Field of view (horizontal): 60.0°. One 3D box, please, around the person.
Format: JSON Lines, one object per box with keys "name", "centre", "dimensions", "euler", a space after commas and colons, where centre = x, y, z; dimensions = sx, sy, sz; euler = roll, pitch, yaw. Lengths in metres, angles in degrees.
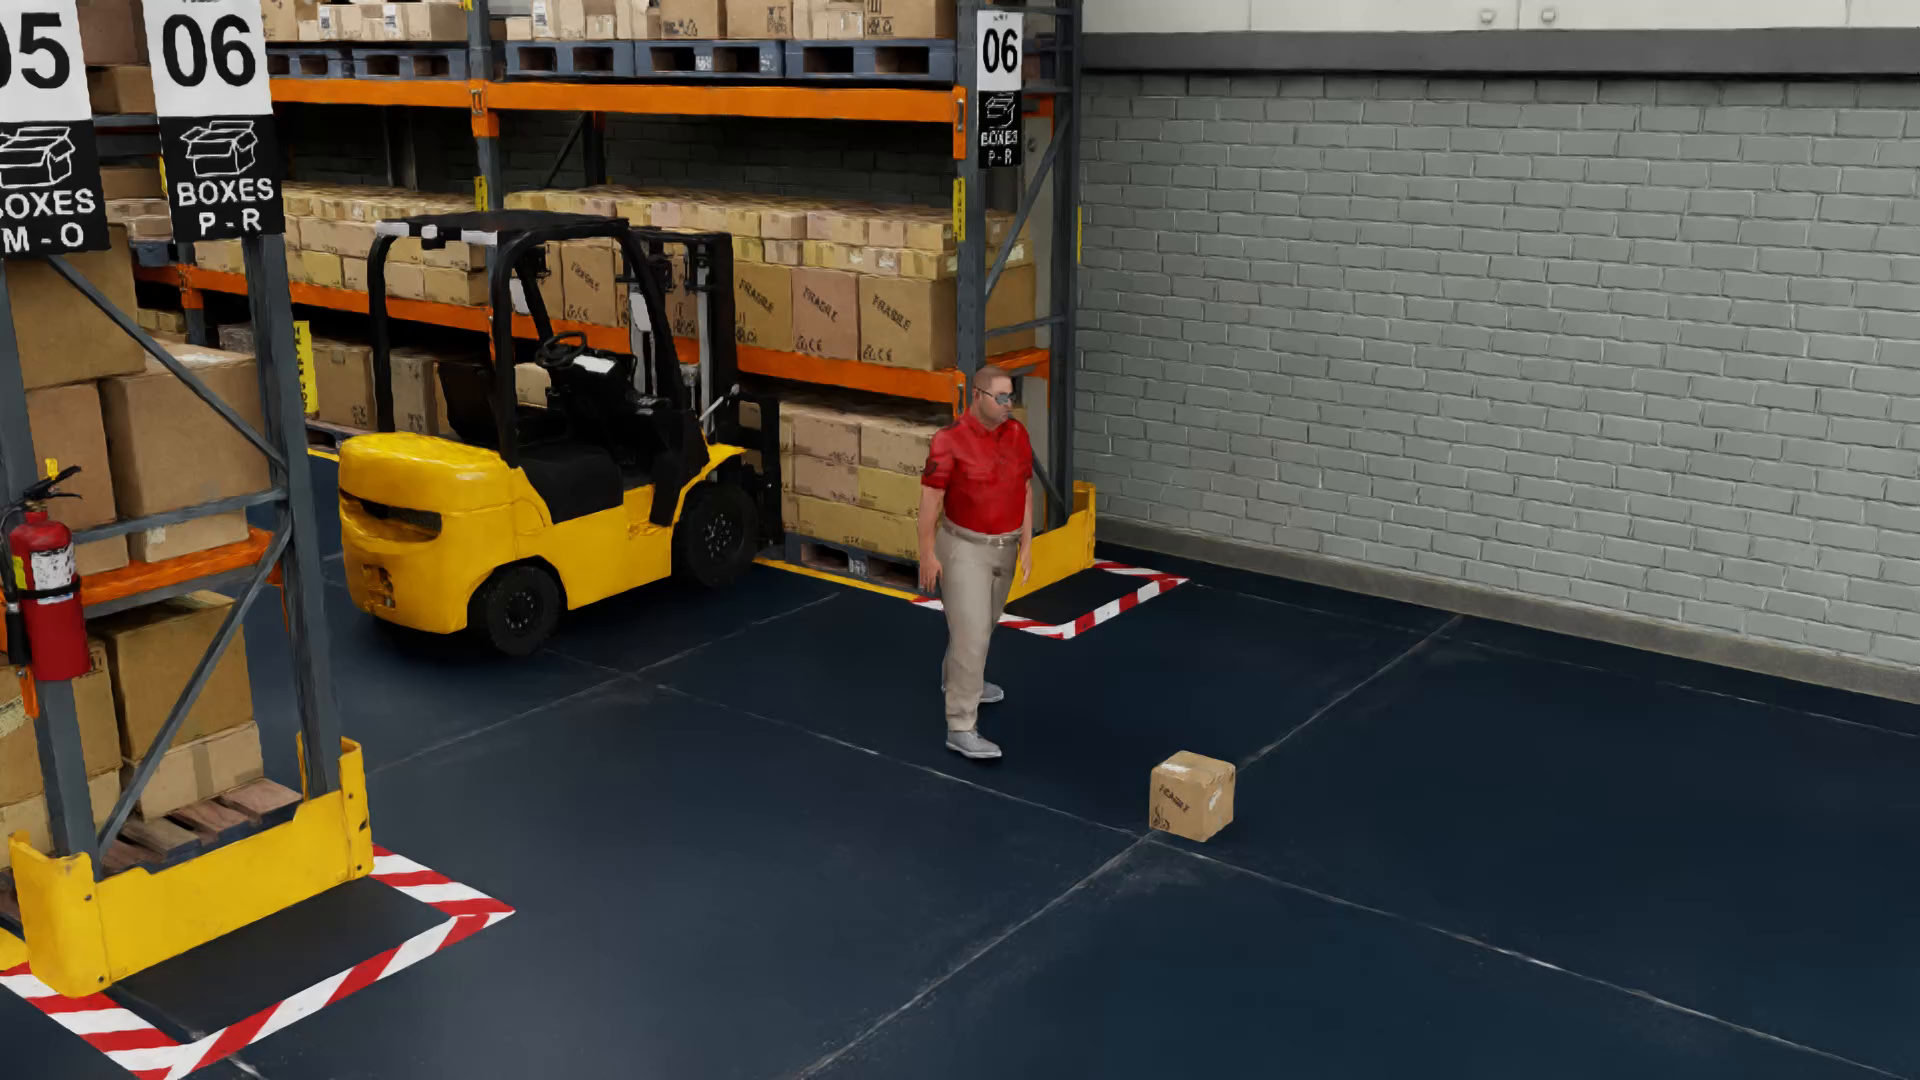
{"name": "person", "centre": [0.069, 0.048, 7.446], "dimensions": [0.620, 1.683, 0.807], "euler": [-15, 22, -41]}
